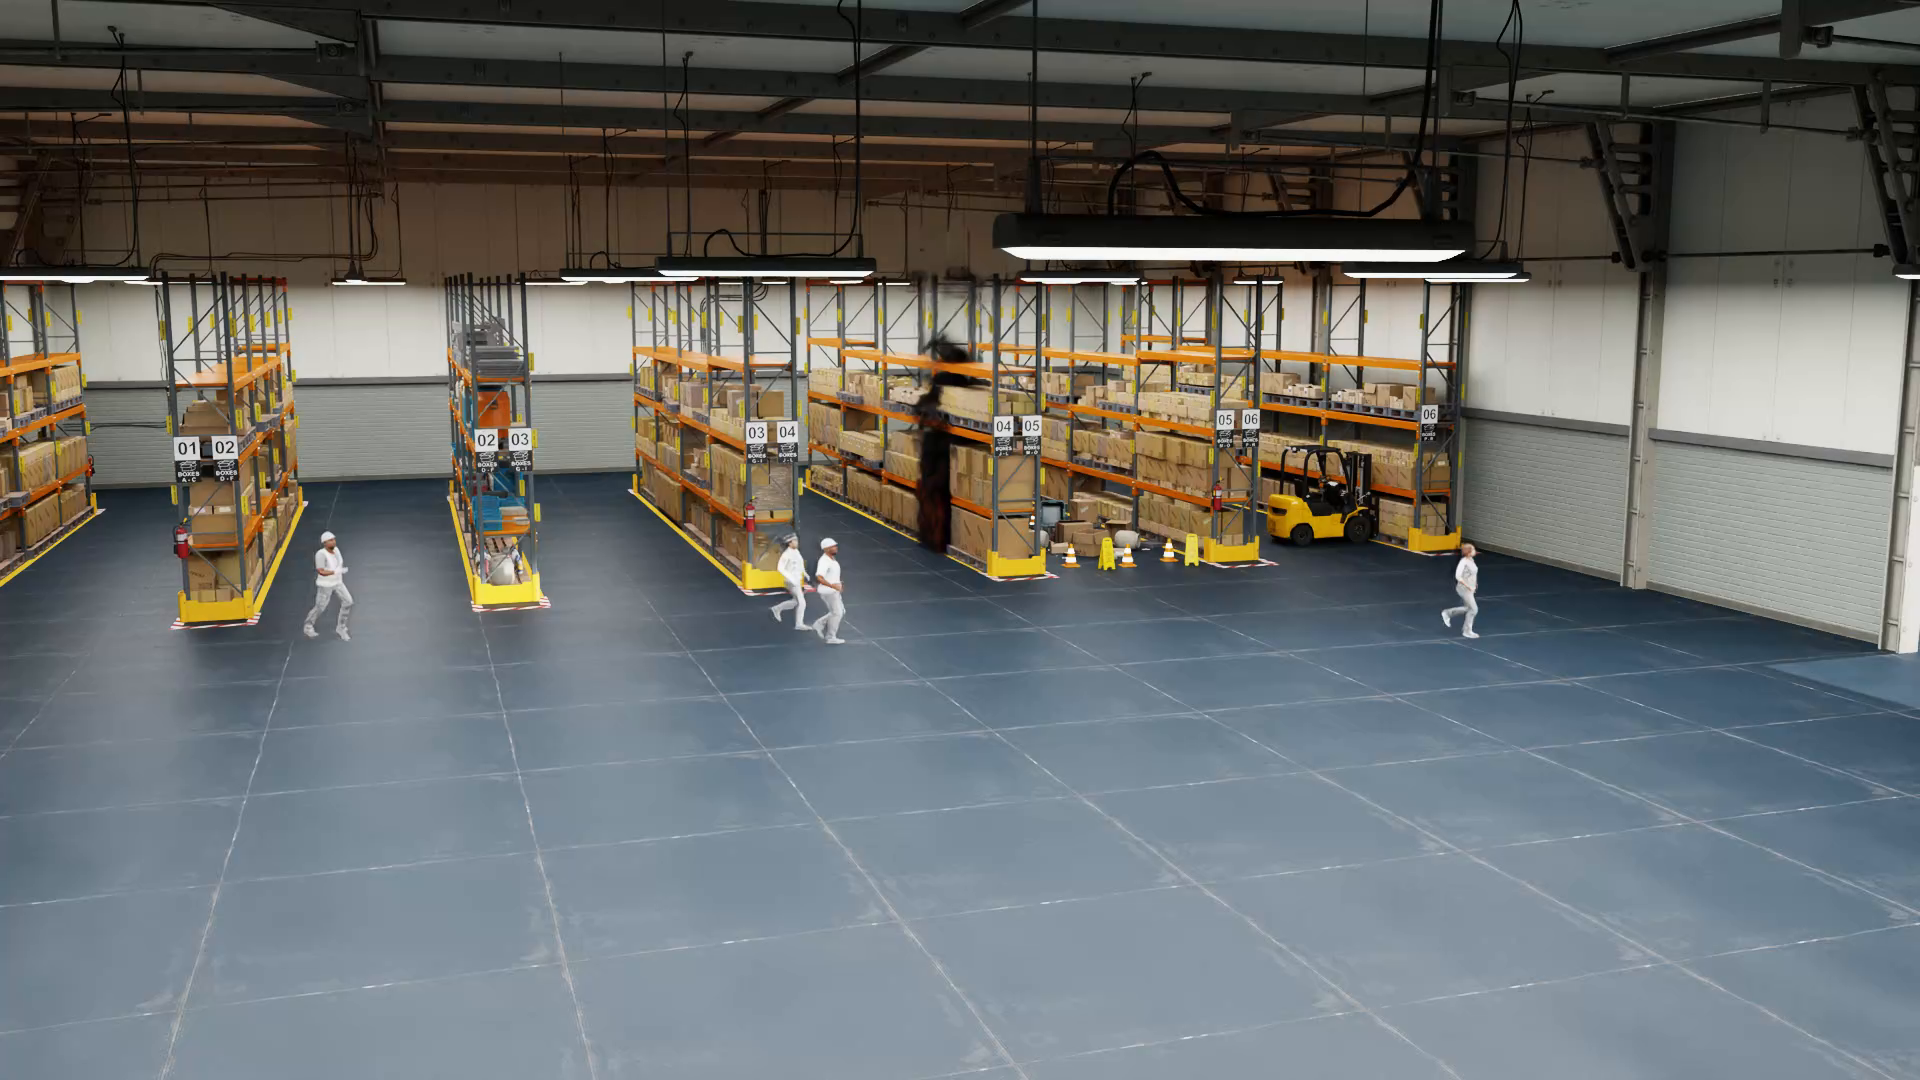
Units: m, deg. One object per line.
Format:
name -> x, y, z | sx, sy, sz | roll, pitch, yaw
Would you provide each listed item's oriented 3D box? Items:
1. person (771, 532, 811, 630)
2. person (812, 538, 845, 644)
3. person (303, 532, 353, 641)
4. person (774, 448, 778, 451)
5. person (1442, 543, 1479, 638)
person -> -2.863, 0.686, 28.023 | 0.725, 1.653, 0.655 | 2, 9, 16
person -> -2.126, 0.827, 26.915 | 0.588, 1.727, 0.726 | 1, 9, 7
person -> -10.302, 0.765, 27.170 | 0.906, 1.826, 0.694 | 3, 9, 18
person -> -4.953, -1.996, 45.978 | 0.542, 1.583, 0.857 | -3, 9, -19
person -> 8.299, 0.826, 27.528 | 0.641, 1.564, 0.562 | 5, 10, 28
